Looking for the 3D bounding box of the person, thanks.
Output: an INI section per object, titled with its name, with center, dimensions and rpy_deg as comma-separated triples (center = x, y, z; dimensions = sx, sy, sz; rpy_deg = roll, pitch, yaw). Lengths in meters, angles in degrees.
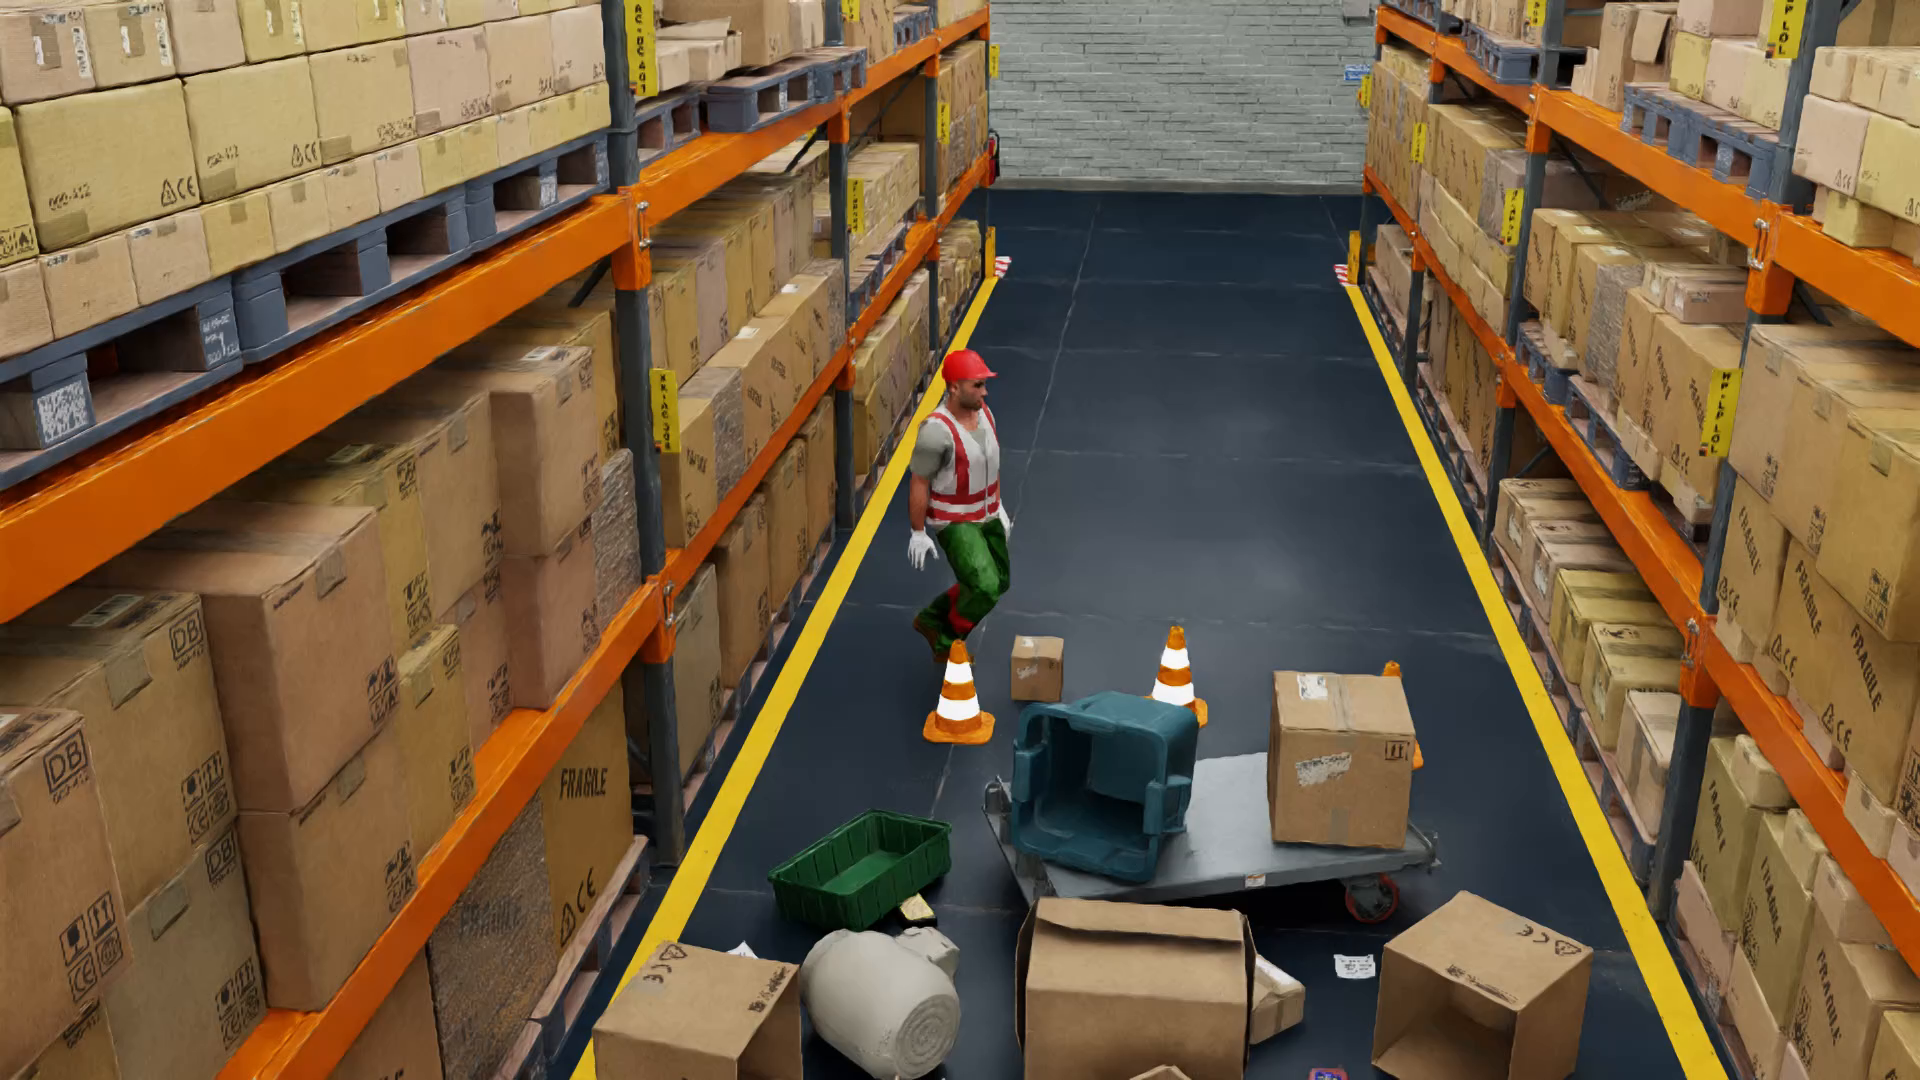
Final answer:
[person]
center = 0.005, -0.098, 8.164
dimensions = 0.704, 1.702, 0.655
rpy_deg = 14, 25, 32
